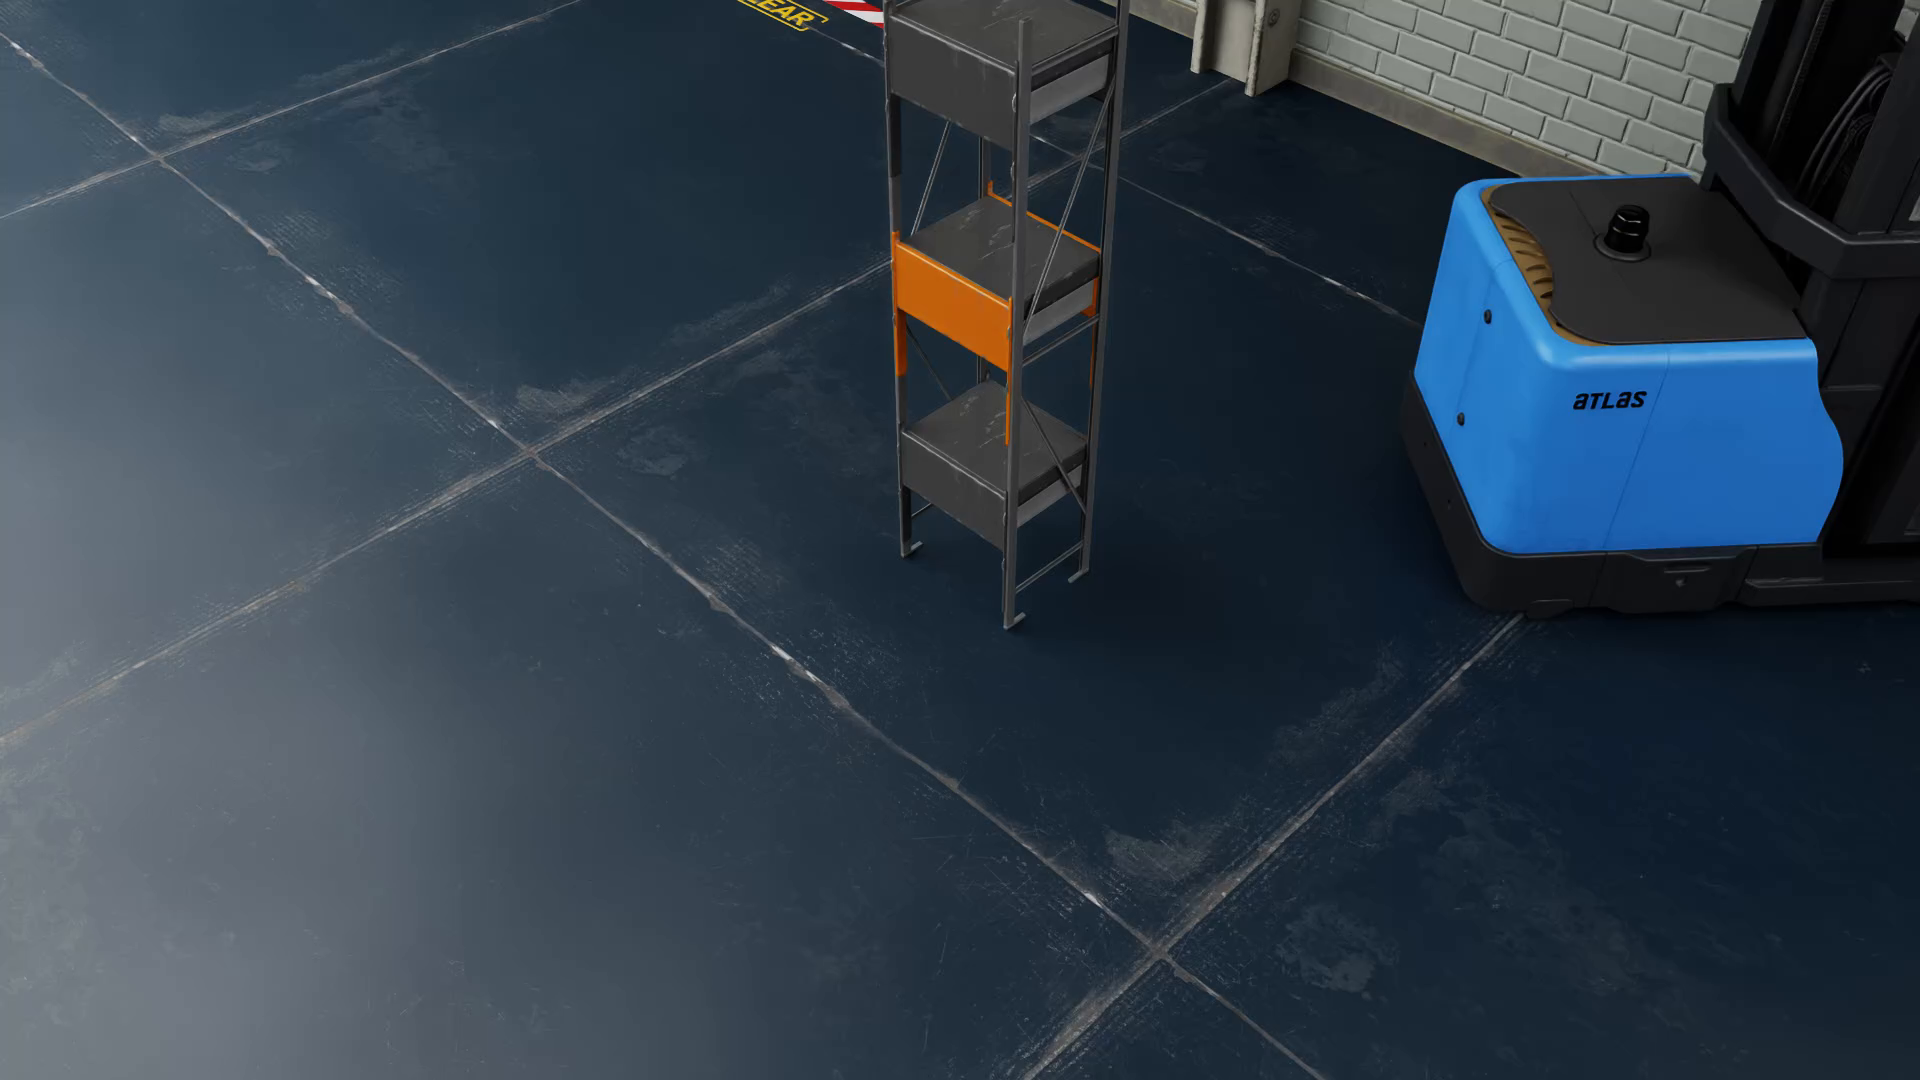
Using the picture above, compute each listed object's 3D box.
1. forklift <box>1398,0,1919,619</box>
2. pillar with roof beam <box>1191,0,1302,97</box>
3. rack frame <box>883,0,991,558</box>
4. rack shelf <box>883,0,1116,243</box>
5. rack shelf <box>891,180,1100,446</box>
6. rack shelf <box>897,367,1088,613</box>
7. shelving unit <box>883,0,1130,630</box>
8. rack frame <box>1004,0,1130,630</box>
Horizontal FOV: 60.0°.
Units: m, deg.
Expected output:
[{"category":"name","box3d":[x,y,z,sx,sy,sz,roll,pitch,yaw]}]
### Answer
[{"category":"forklift","box3d":[3.141,-1.206,4.895,3.031,2.935,1.130,-2,43,-3]},{"category":"pillar with roof beam","box3d":[-1.655,-3.562,2.974,9.100,9.000,0.400,-34,53,-31]},{"category":"rack frame","box3d":[-0.055,-0.809,5.078,0.400,2.100,0.015,-34,53,-31]},{"category":"rack shelf","box3d":[0.117,-1.196,4.486,0.431,0.518,0.480,-34,53,-31]},{"category":"rack shelf","box3d":[0.117,-0.682,4.961,0.431,0.518,0.480,-34,53,-31]},{"category":"rack shelf","box3d":[0.117,-0.167,5.436,0.431,0.518,0.480,-34,53,-31]},{"category":"shelving unit","box3d":[0.117,-0.692,4.951,0.431,2.100,0.503,-34,53,-31]},{"category":"rack frame","box3d":[0.289,-0.574,4.824,0.400,2.100,0.015,-34,53,-31]}]
